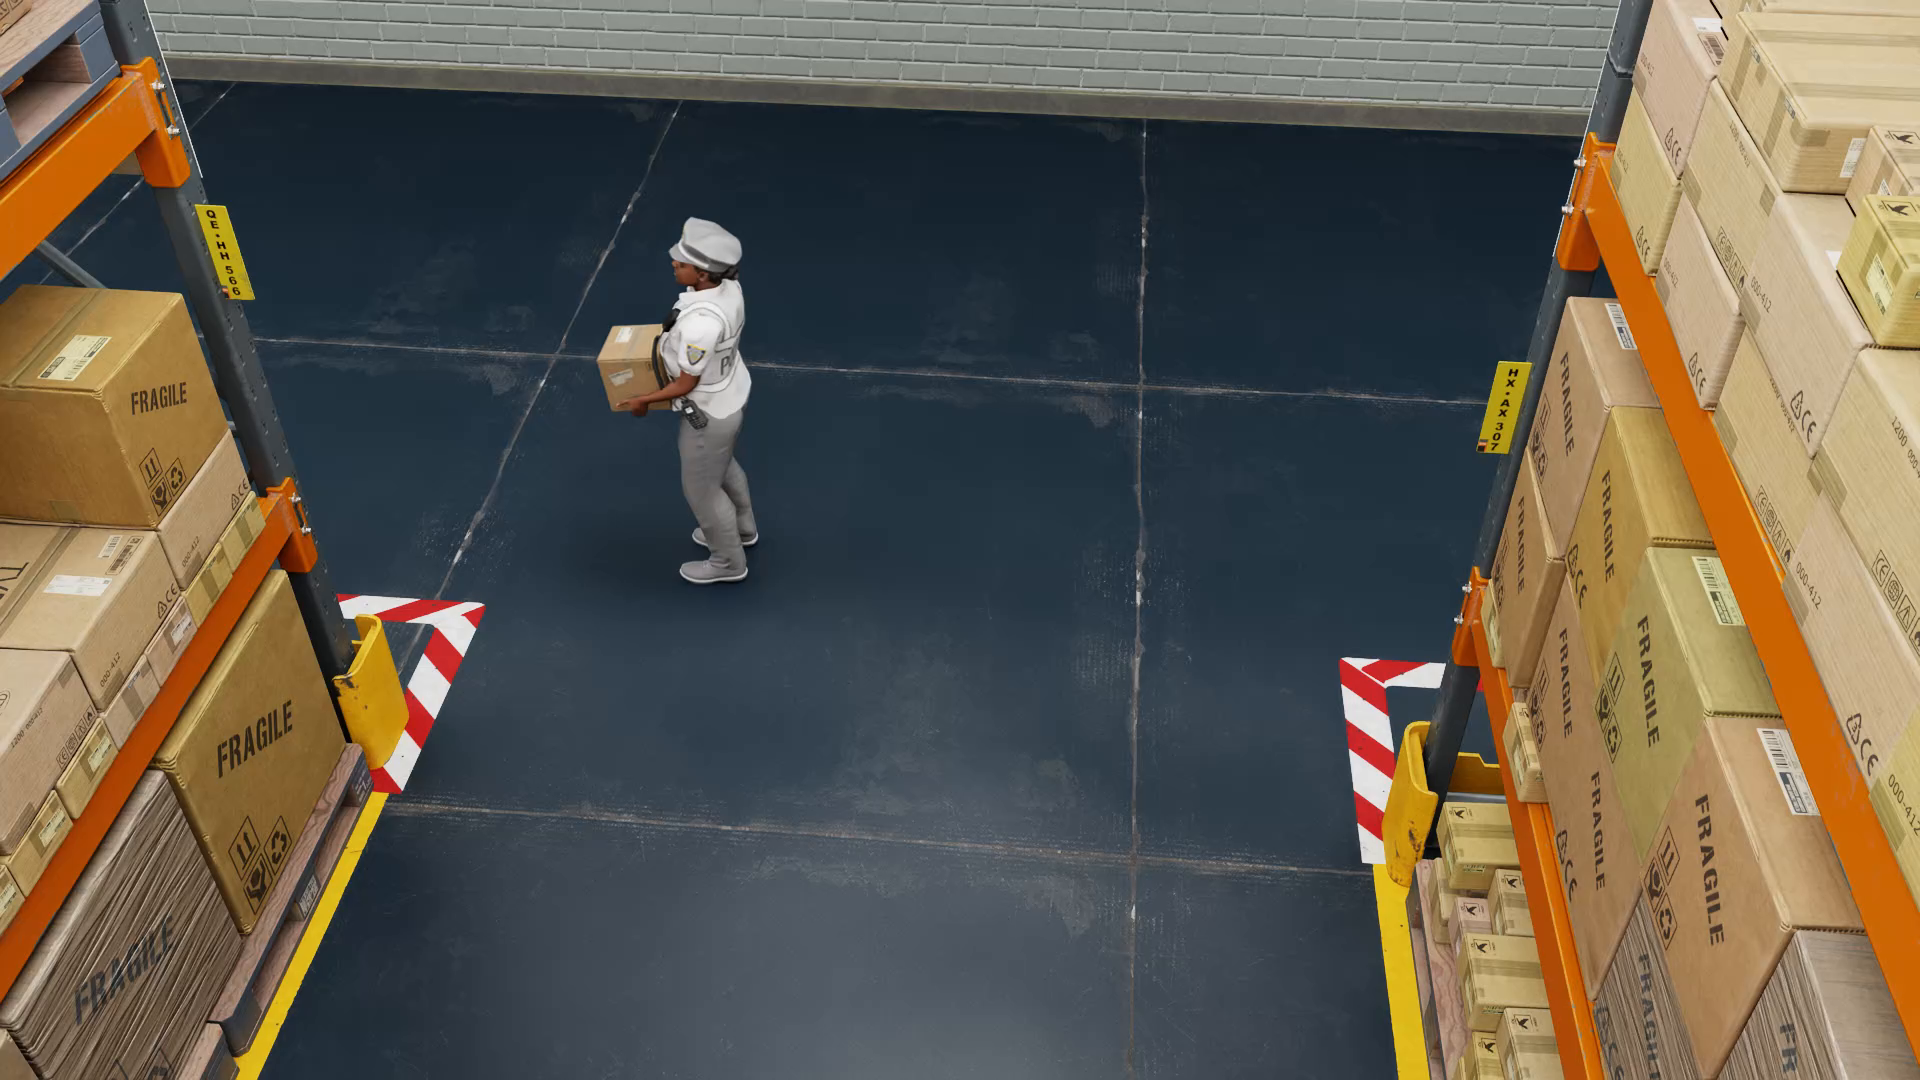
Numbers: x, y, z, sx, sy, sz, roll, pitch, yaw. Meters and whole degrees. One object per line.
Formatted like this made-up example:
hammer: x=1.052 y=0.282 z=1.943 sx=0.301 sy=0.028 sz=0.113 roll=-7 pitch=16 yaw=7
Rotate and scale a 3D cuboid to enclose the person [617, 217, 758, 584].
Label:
person: x=-1.097 y=-0.561 z=6.801 sx=0.540 sy=1.683 sz=0.449 roll=3 pitch=40 yaw=4
